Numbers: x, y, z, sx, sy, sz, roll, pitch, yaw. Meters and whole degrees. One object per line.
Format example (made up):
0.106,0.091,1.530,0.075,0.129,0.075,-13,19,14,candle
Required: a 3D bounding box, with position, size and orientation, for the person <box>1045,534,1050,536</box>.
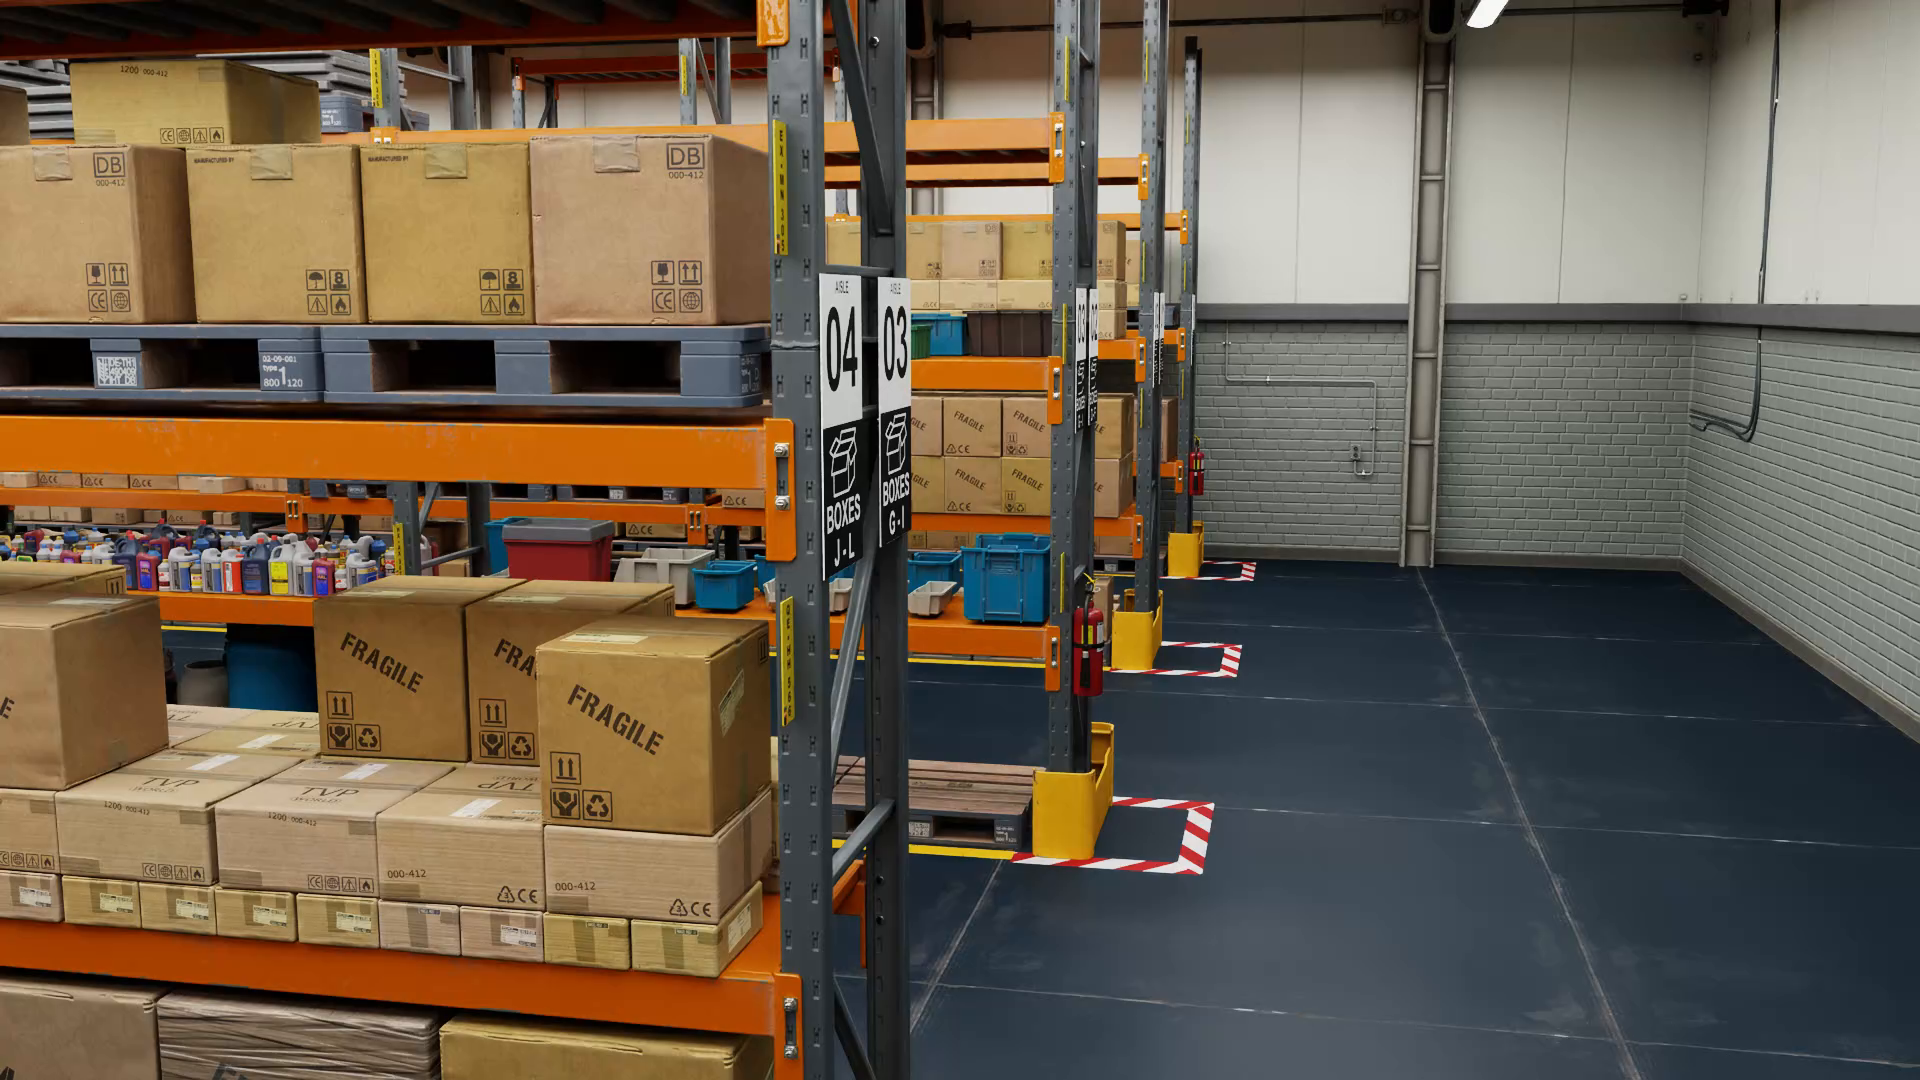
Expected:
0.980,0.006,16.356,0.311,1.600,0.406,2,8,13,person
